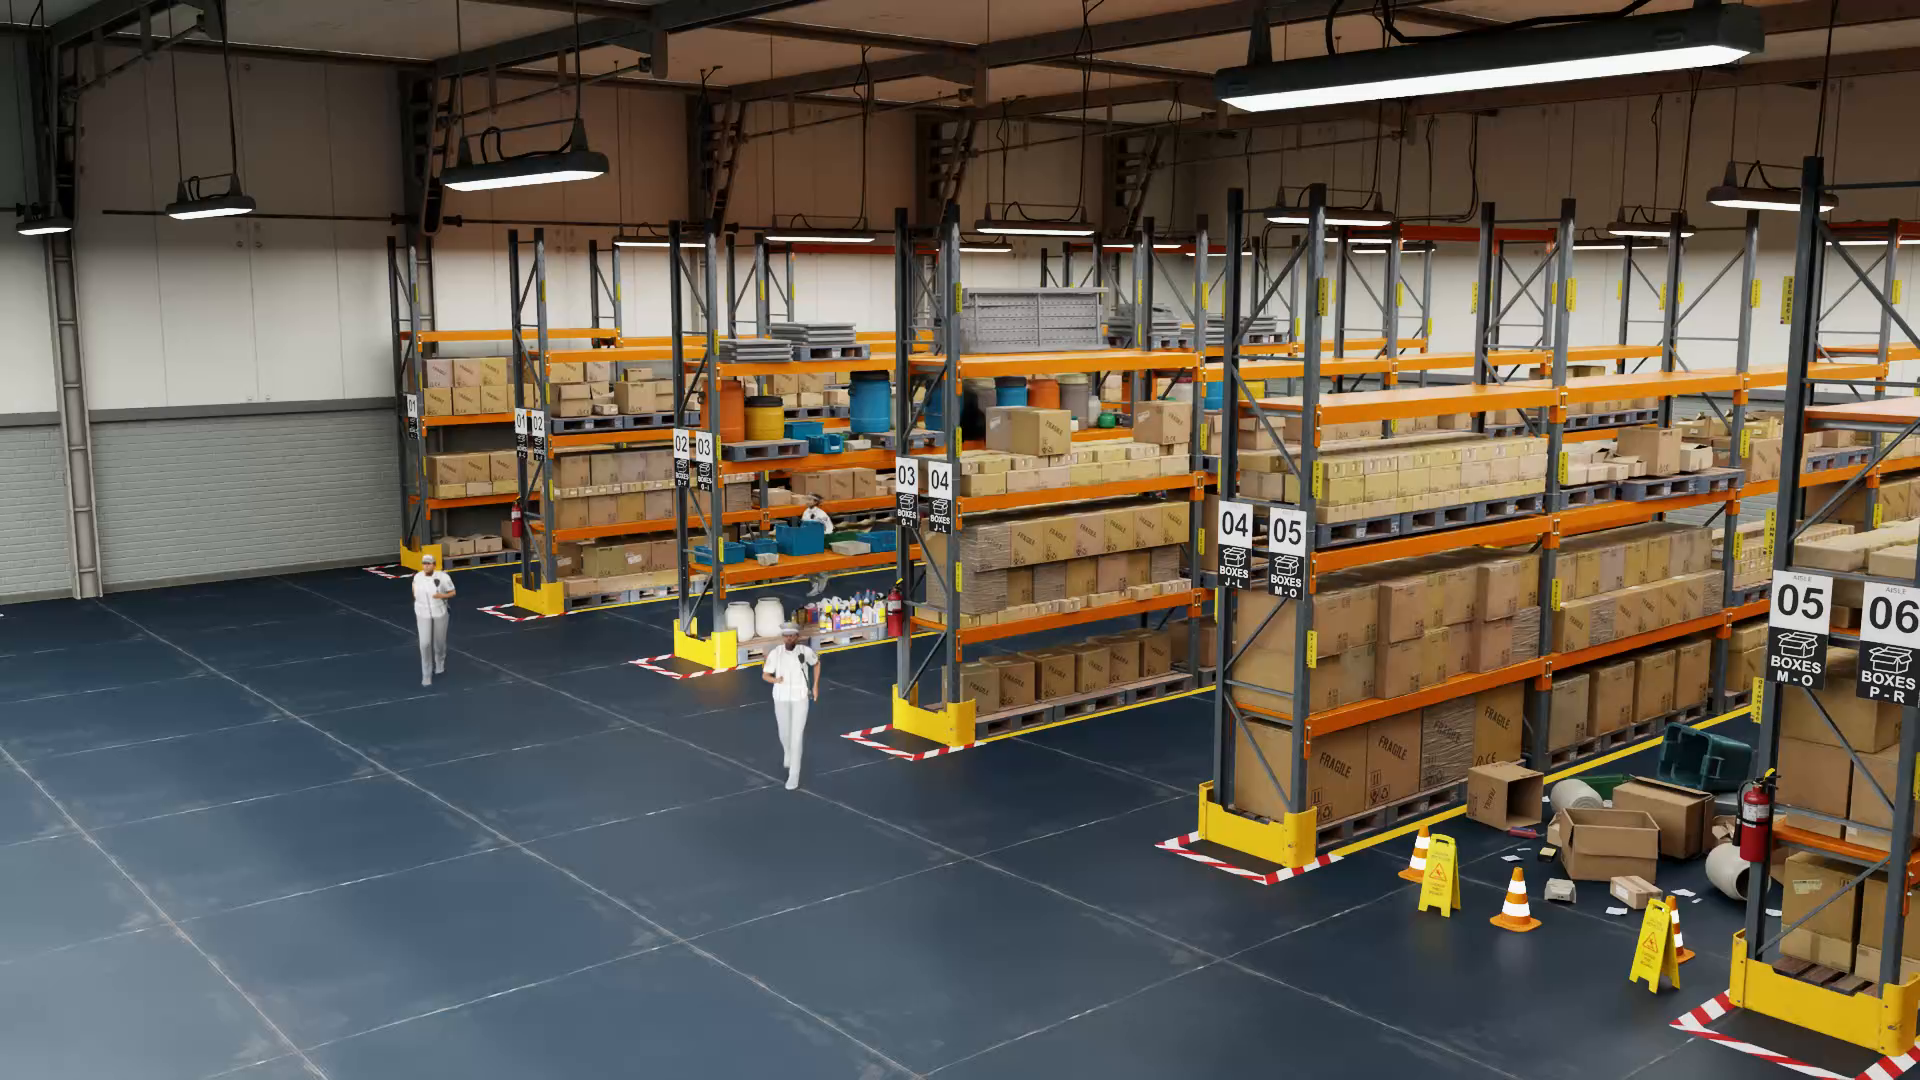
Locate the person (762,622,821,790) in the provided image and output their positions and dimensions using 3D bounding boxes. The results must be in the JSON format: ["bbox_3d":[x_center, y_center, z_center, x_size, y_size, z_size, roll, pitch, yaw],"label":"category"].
[{"bbox_3d":[-1.754,1.654,17.295,0.582,1.671,0.948,0,9,1],"label":"person"}]

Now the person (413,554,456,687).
[{"bbox_3d":[-6.879,1.023,21.795,0.577,1.731,0.775,-2,9,-11],"label":"person"}]

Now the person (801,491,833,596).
[{"bbox_3d":[-2.338,0.059,26.118,0.498,1.666,0.612,-8,12,-42],"label":"person"}]
